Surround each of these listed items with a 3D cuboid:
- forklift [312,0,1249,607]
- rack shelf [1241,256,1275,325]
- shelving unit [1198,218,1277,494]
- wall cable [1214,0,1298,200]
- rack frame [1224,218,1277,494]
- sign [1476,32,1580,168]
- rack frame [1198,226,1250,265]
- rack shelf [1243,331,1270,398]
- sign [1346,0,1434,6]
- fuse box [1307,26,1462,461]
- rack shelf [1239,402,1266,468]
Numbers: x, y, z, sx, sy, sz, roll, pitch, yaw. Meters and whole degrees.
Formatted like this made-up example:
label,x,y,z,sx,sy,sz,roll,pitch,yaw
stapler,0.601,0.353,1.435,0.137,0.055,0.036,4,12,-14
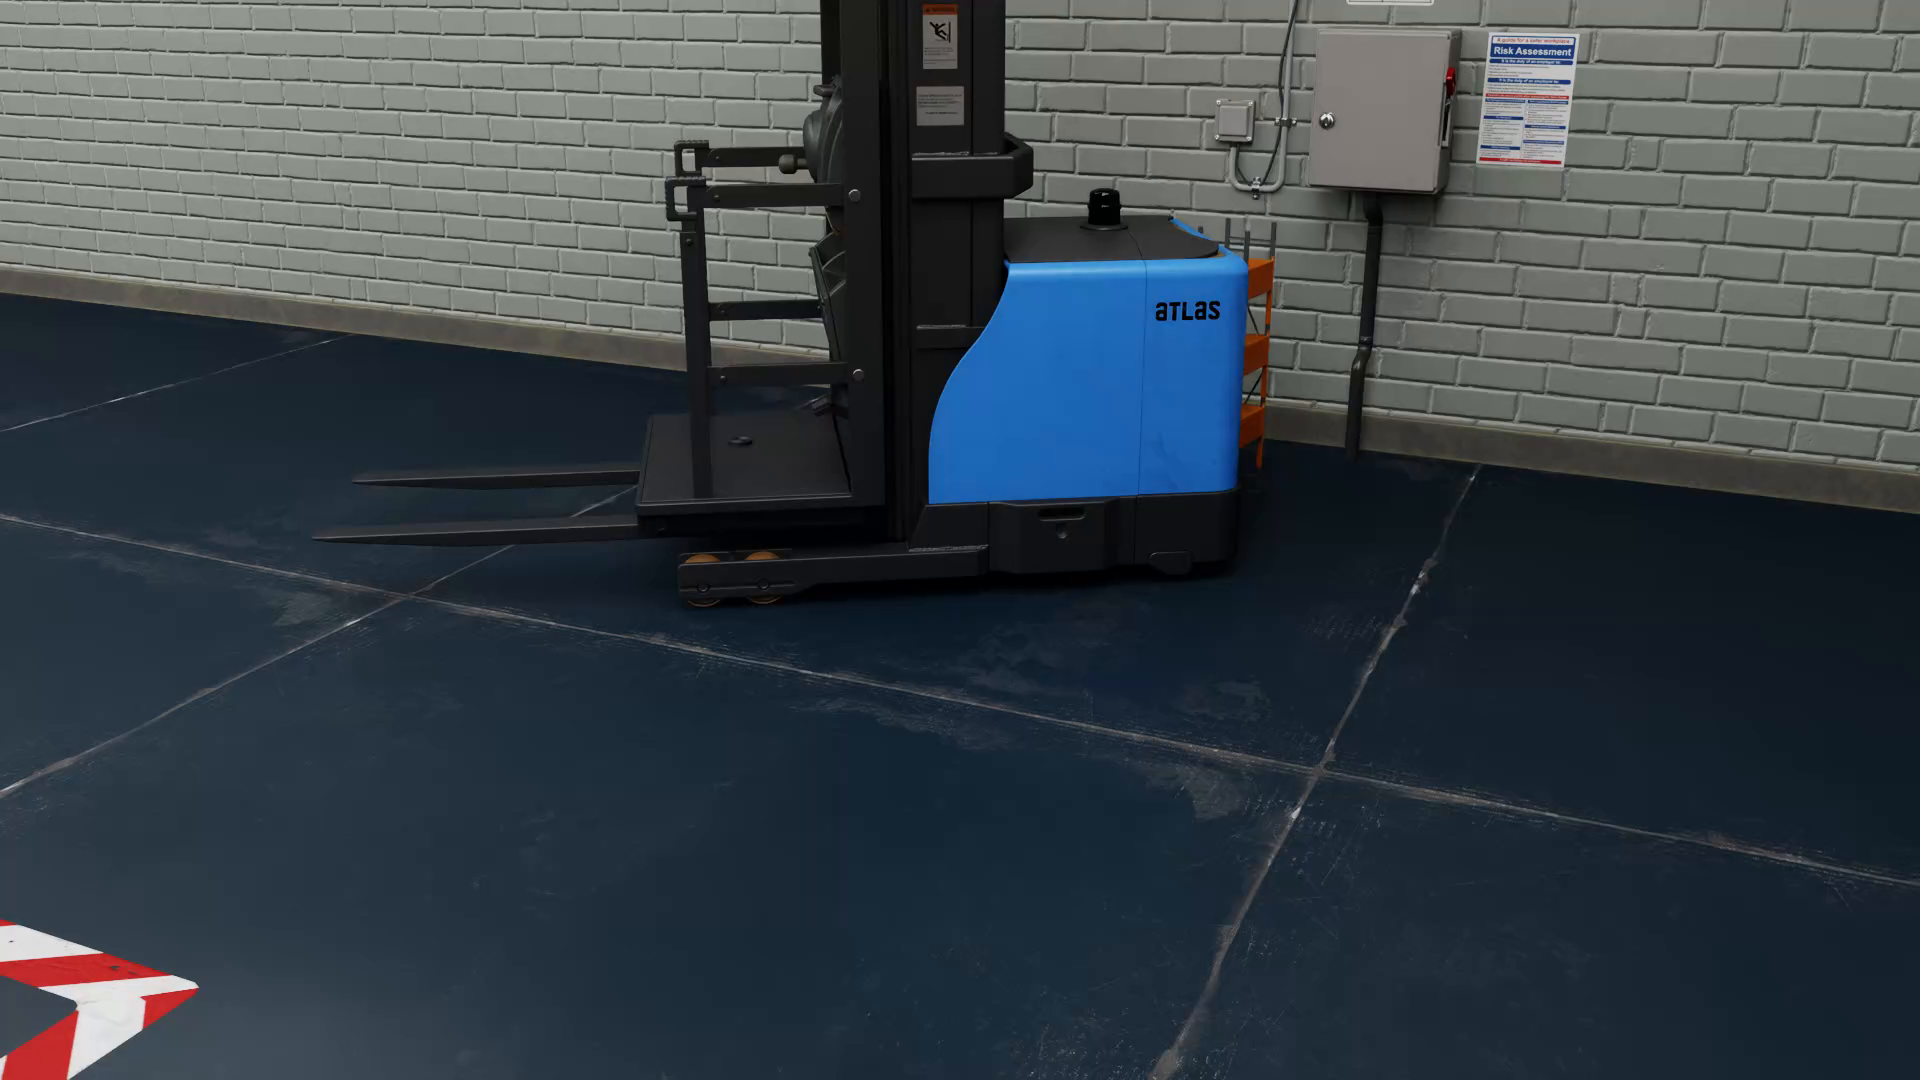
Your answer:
label,x,y,z,sx,sy,sz,roll,pitch,yaw
forklift,-0.617,-1.353,5.400,3.031,2.935,1.130,-3,20,-7
rack shelf,1.016,-0.917,6.165,0.215,0.259,0.240,12,23,31
shelving unit,1.016,-0.660,6.257,0.215,1.050,0.252,12,23,31
wall cable,1.081,-2.358,6.606,0.588,1.984,0.122,9,21,23
rack frame,1.082,-0.694,6.353,0.200,1.050,0.008,12,23,31
sign,2.174,-1.688,6.381,0.329,0.494,0.001,9,21,23
rack frame,0.950,-0.625,6.160,0.200,1.050,0.008,12,23,31
rack shelf,1.016,-0.650,6.260,0.215,0.259,0.240,12,23,31
sign,1.673,-2.198,6.439,0.339,0.242,0.001,9,21,23
fuse box,1.639,-1.131,6.594,0.539,1.711,0.414,9,21,23
rack shelf,1.016,-0.388,6.353,0.215,0.259,0.240,12,23,31
